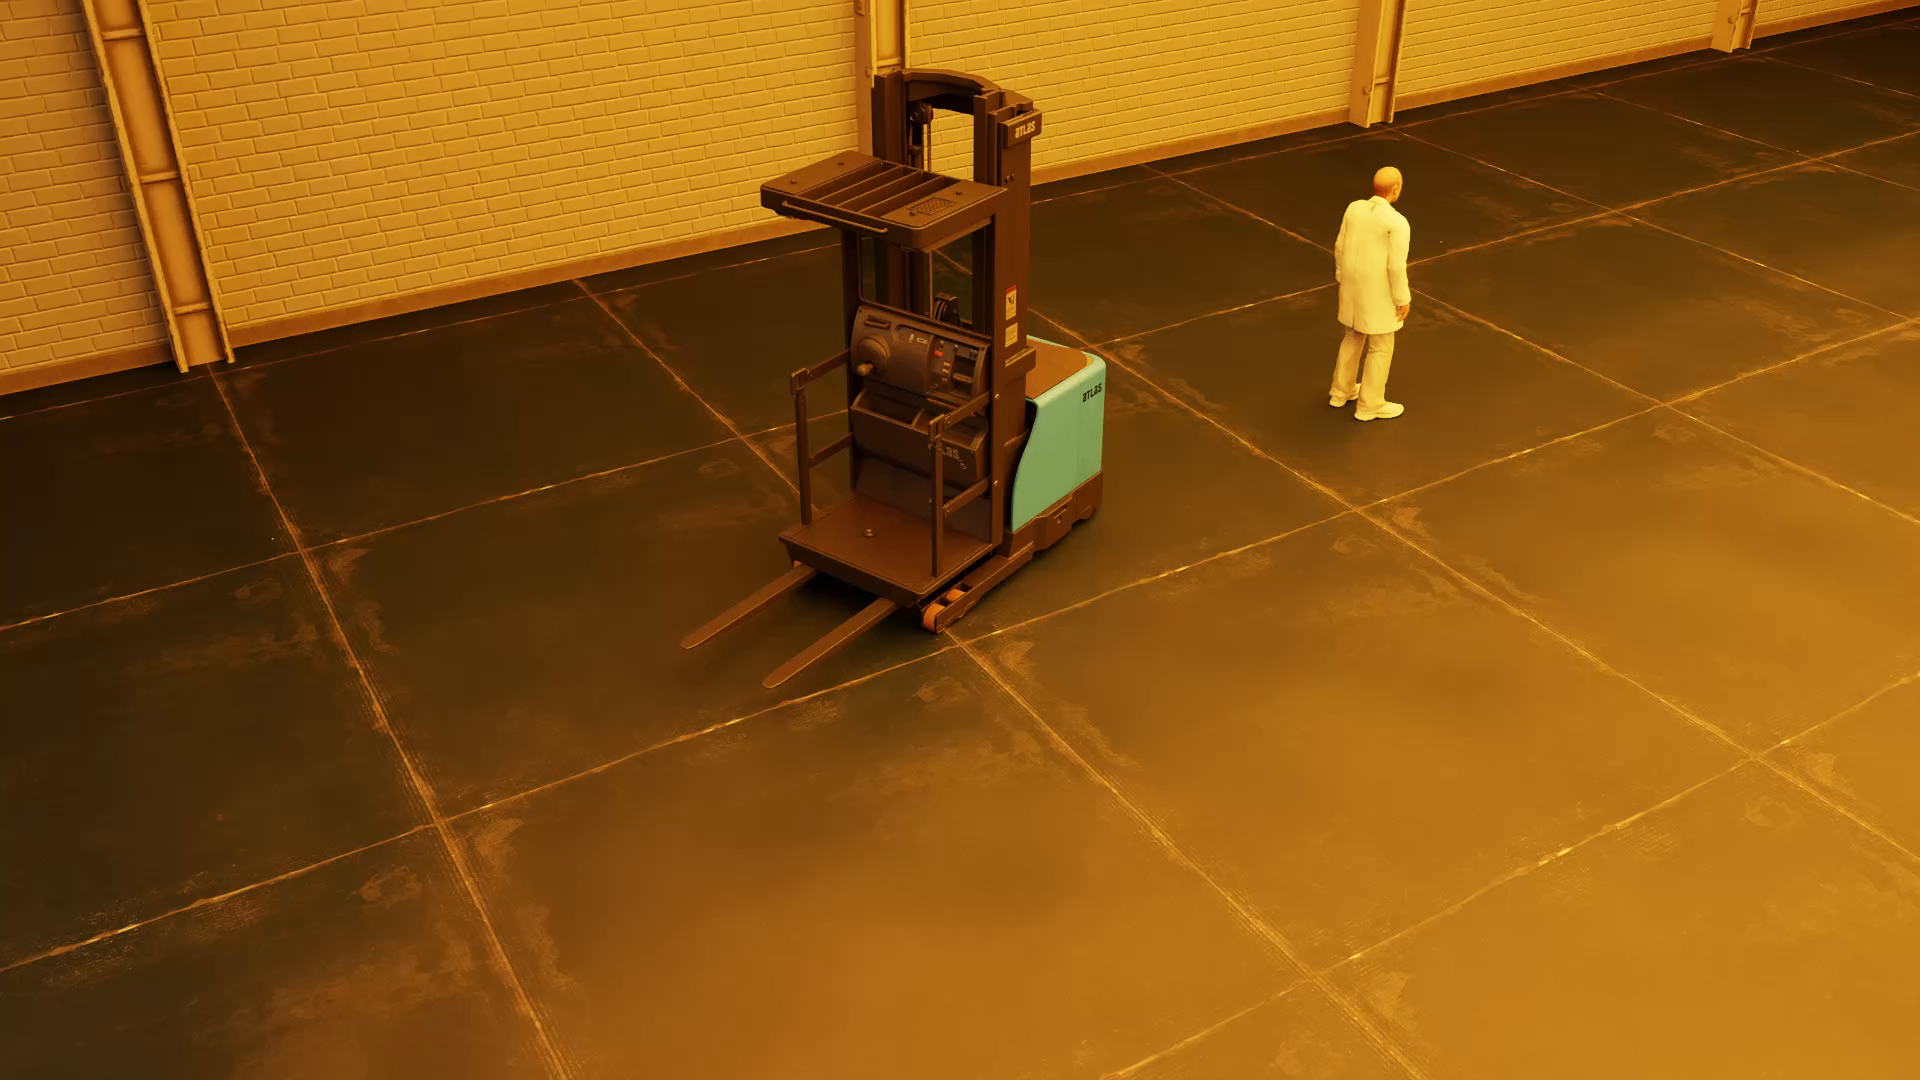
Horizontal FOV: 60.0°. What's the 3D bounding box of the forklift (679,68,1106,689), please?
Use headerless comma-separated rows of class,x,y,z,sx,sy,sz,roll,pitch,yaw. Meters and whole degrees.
forklift,-0.365,-1.007,9.329,1.130,2.935,3.031,21,37,31

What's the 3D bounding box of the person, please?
person,2.885,-1.740,11.679,0.425,1.775,0.656,-19,36,-29
